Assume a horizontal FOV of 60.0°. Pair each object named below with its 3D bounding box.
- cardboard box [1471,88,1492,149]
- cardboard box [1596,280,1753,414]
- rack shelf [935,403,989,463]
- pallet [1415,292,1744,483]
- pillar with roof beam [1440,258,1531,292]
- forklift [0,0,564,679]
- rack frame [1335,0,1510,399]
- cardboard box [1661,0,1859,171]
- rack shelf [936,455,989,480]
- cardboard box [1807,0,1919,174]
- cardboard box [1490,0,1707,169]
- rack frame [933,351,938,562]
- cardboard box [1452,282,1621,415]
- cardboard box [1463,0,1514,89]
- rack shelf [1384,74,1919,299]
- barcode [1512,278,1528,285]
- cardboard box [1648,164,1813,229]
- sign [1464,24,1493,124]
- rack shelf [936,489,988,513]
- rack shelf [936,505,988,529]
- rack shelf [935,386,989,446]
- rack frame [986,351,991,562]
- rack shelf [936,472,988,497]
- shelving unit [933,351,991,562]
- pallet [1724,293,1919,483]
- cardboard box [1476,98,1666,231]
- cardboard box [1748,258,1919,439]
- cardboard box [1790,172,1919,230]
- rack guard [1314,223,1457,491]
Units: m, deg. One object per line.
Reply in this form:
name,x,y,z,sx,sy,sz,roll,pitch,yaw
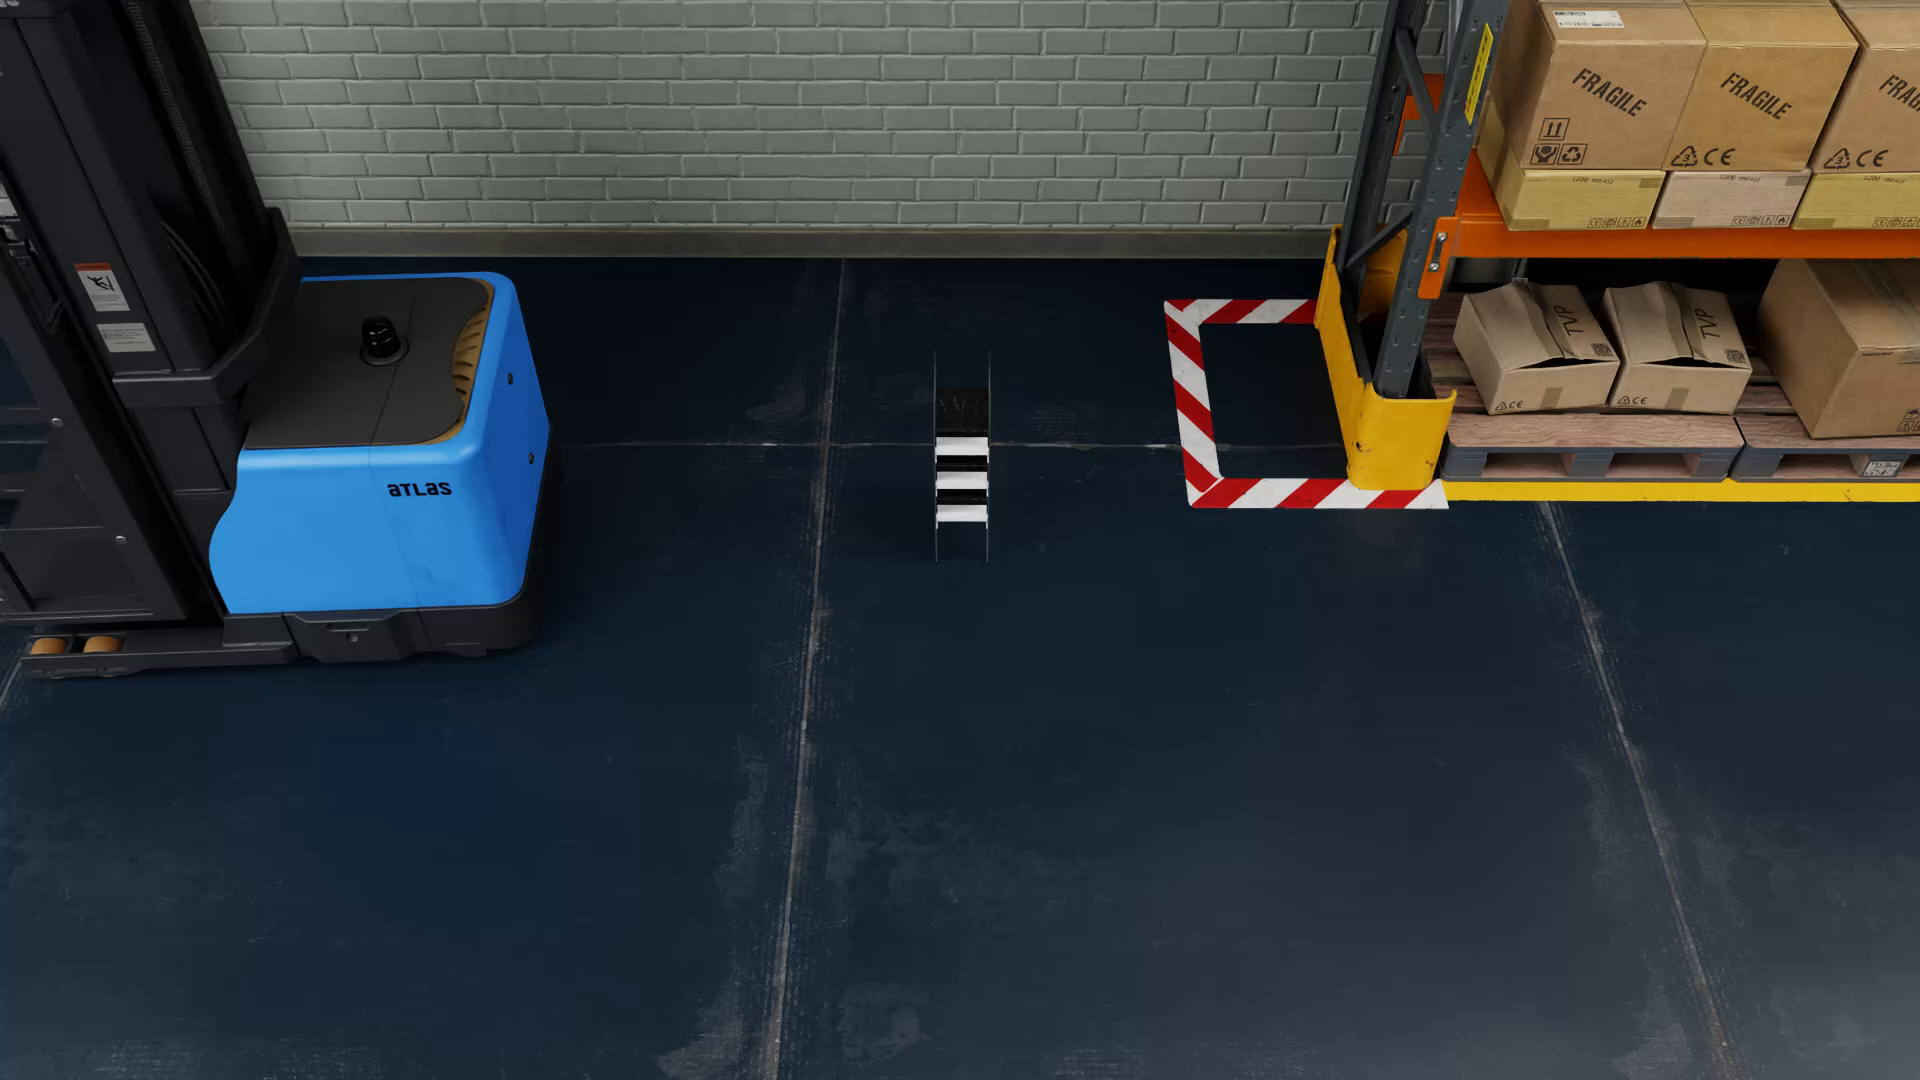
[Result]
cardboard box,2.201,-1.755,6.423,0.500,0.250,0.500,1,47,1
cardboard box,2.994,-0.823,7.003,0.500,0.311,0.500,4,47,3
rack shelf,0.008,-0.406,6.313,0.200,0.077,0.258,0,47,0
pallet,2.621,-0.680,7.239,1.213,0.211,1.003,0,47,0
pillar with roof beam,2.420,-1.182,1.703,0.400,9.000,9.100,0,47,0
forklift,-3.143,-0.875,5.562,3.031,2.935,1.130,-2,47,-2
rack frame,1.733,-1.658,6.244,0.127,3.000,1.000,0,47,0
cardboard box,2.703,-1.640,5.803,0.500,0.500,0.500,0,47,0
rack shelf,0.008,-0.345,6.379,0.200,0.077,0.258,0,47,0
cardboard box,3.220,-1.634,5.798,0.500,0.500,0.500,-1,47,-1
cardboard box,2.209,-1.648,5.811,0.500,0.500,0.500,0,47,0
rack frame,-0.094,-0.307,6.421,0.006,0.900,0.240,0,47,0
cardboard box,2.424,-0.824,7.004,0.500,0.311,0.500,-5,47,-4
cardboard box,2.205,-2.024,6.161,0.500,0.500,0.500,0,47,0
rack shelf,3.733,-1.408,6.503,4.000,0.370,1.077,0,47,0
barcode,2.444,-1.120,7.274,0.075,0.075,0.001,0,47,0
cardboard box,2.739,-1.389,6.083,0.500,0.250,0.500,-1,47,-1
sign,1.731,-1.556,5.558,0.005,0.325,0.100,0,47,0
rack shelf,0.008,-0.223,6.511,0.200,0.077,0.258,0,47,0
rack shelf,0.008,-0.161,6.577,0.200,0.077,0.258,0,47,0
rack shelf,0.008,-0.468,6.247,0.200,0.077,0.258,0,47,0
rack frame,0.110,-0.306,6.420,0.006,0.900,0.240,0,47,0
rack shelf,0.008,-0.284,6.445,0.200,0.077,0.258,0,47,0
shelving unit,0.008,-0.307,6.421,0.210,0.900,0.258,0,47,0
pallet,3.838,-0.675,7.234,1.213,0.211,1.003,0,47,0
cardboard box,2.220,-1.380,6.074,0.500,0.250,0.500,-1,47,-1
cardboard box,3.728,-0.849,6.898,0.500,0.500,0.700,-3,47,-2
cardboard box,3.248,-1.384,6.077,0.500,0.250,0.500,-1,47,0
rack guard,1.809,-0.806,7.159,0.348,0.500,1.175,0,47,0
